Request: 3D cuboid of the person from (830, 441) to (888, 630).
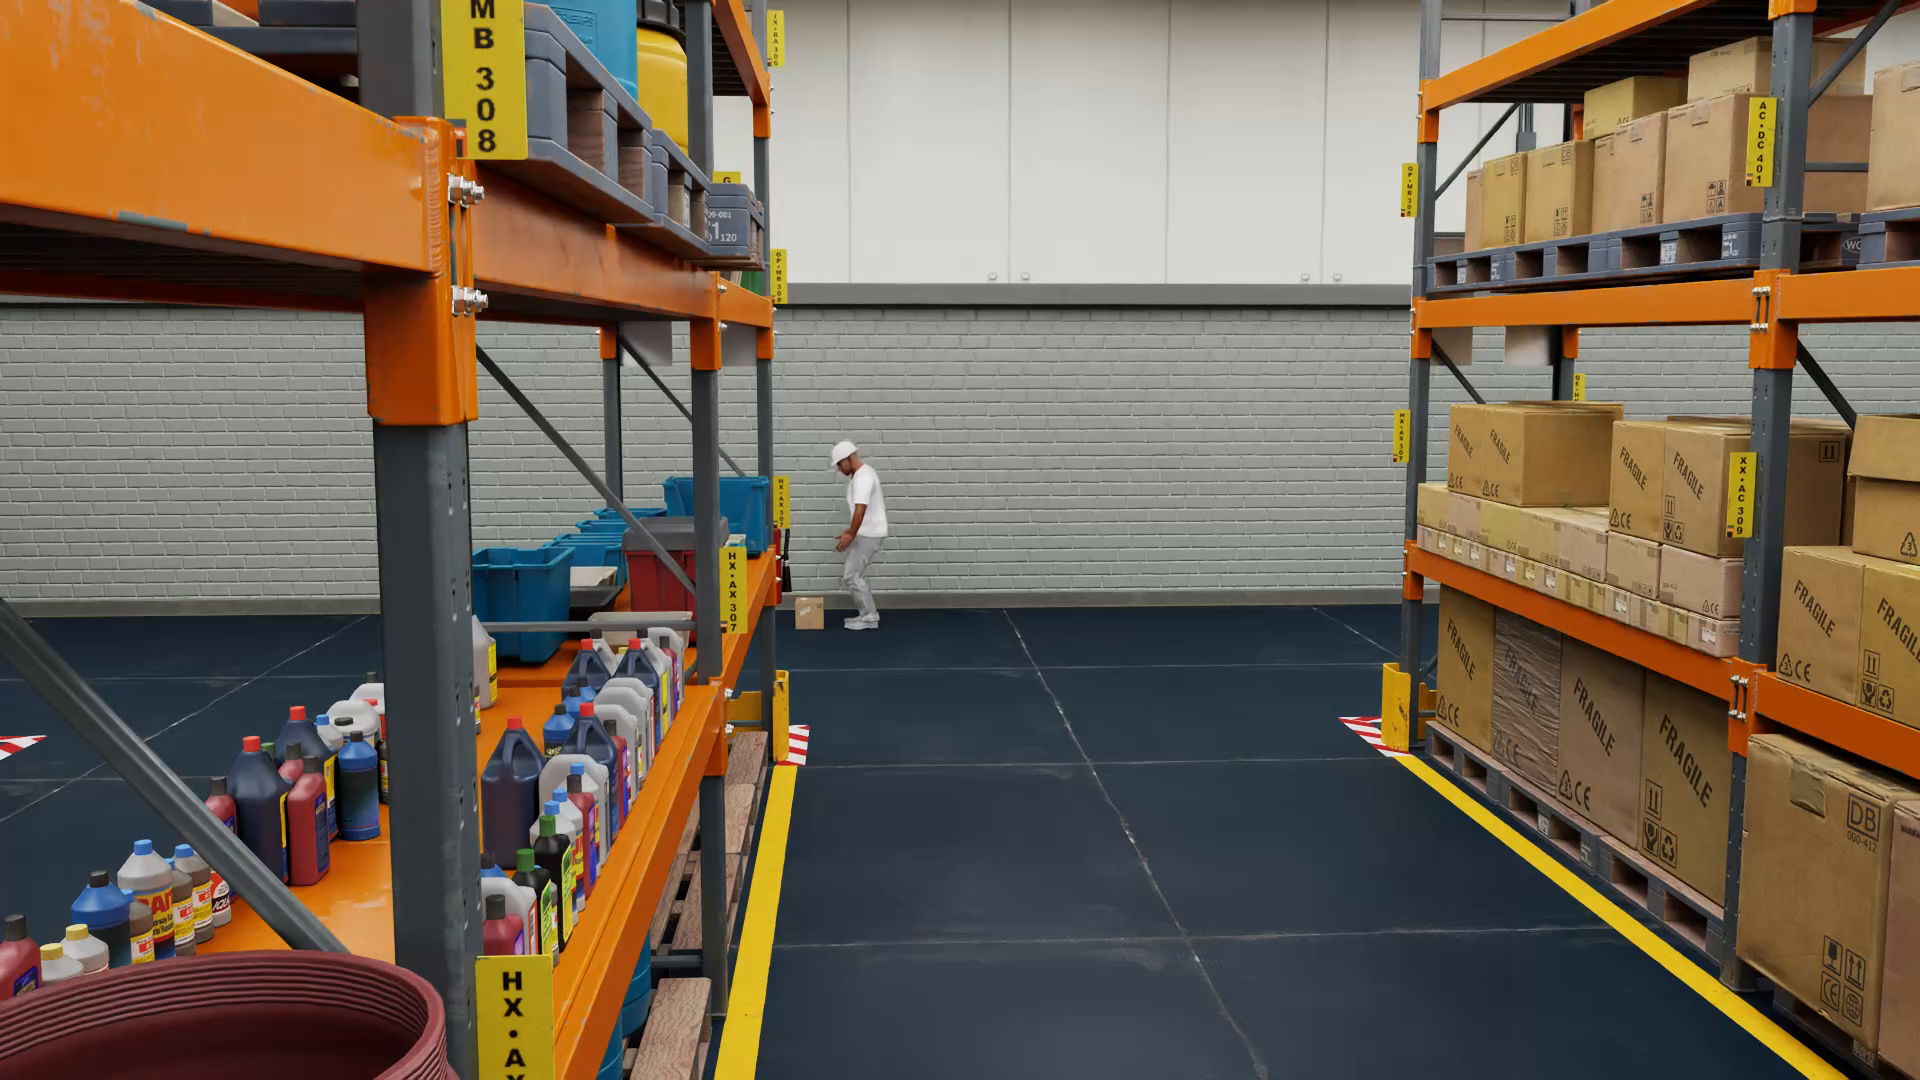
[{"bbox_3d":[-0.903,-0.048,14.905,0.511,1.682,0.602,0,7,-2],"label":"person"}]
